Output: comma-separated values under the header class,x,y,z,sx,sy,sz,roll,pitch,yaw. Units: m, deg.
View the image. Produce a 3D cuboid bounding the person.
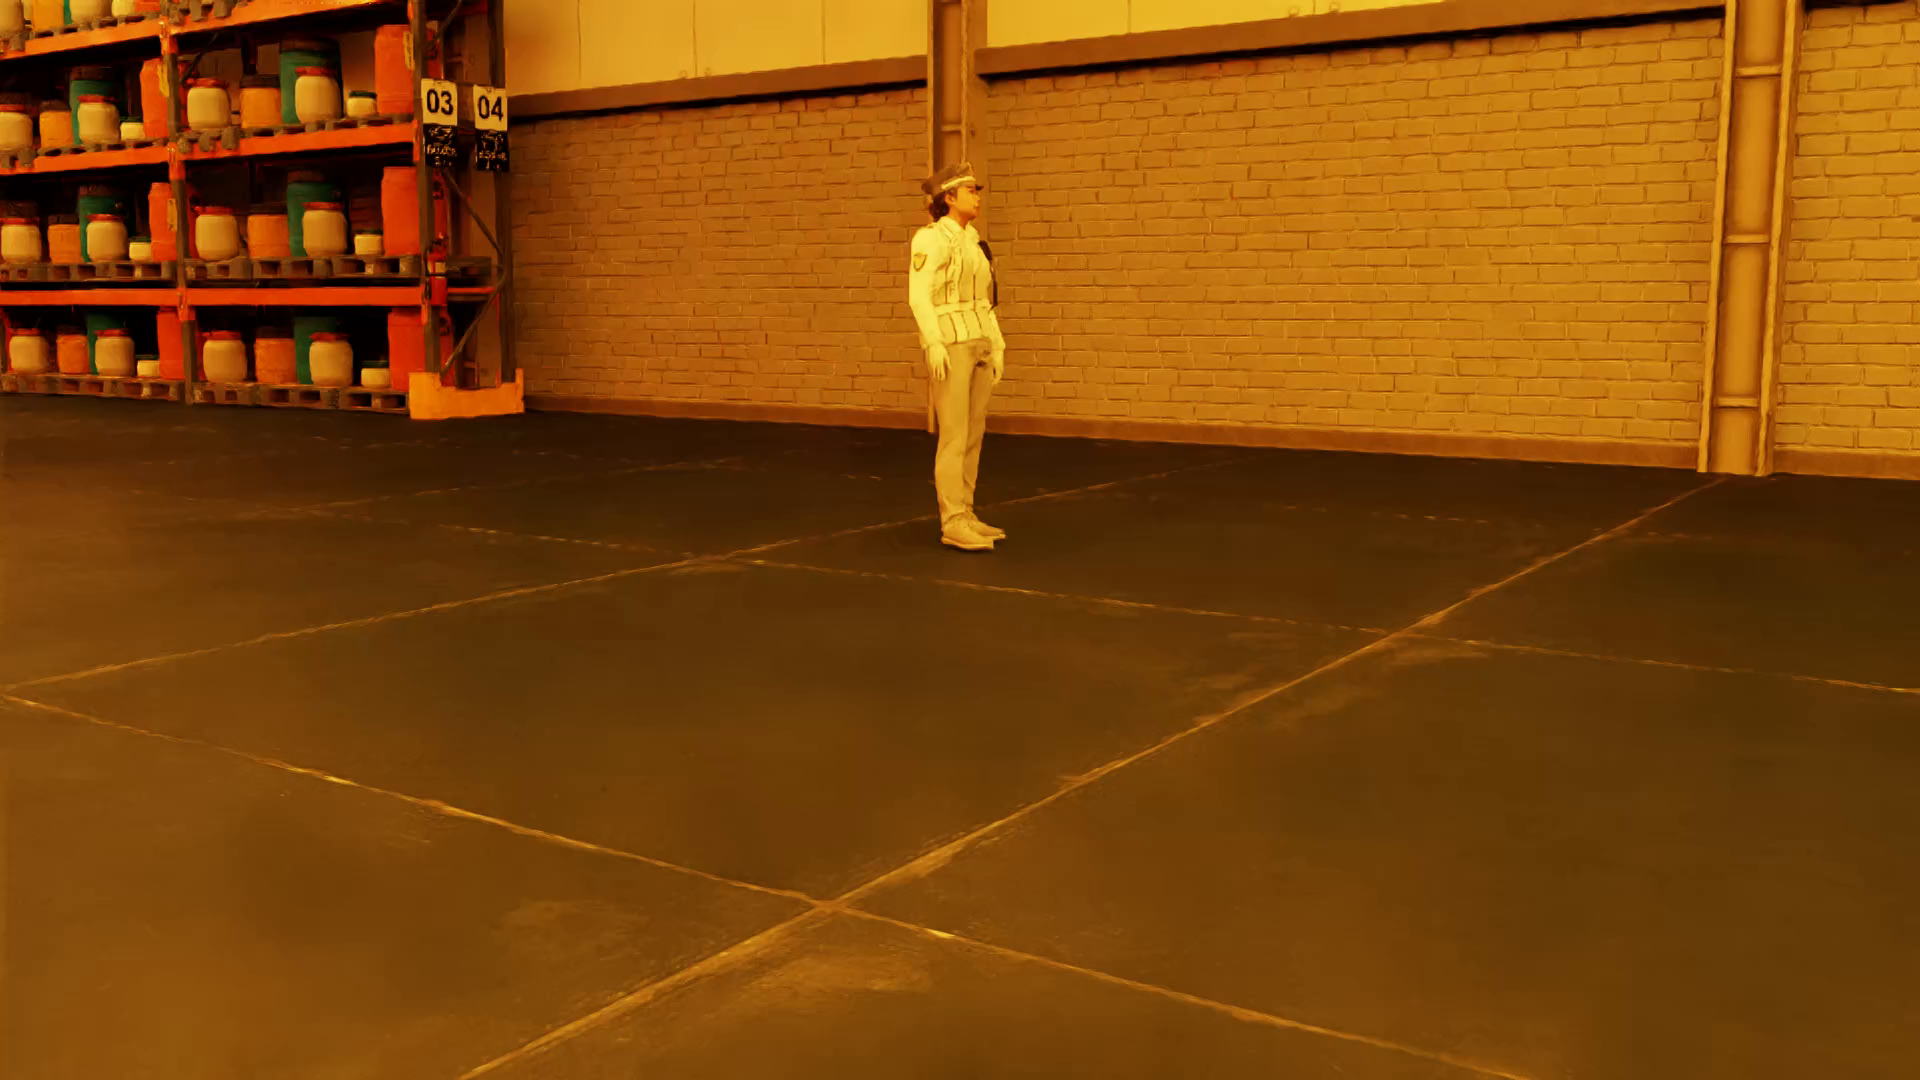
class,x,y,z,sx,sy,sz,roll,pitch,yaw
person,0.052,-0.840,7.440,0.532,1.695,0.586,5,10,34
